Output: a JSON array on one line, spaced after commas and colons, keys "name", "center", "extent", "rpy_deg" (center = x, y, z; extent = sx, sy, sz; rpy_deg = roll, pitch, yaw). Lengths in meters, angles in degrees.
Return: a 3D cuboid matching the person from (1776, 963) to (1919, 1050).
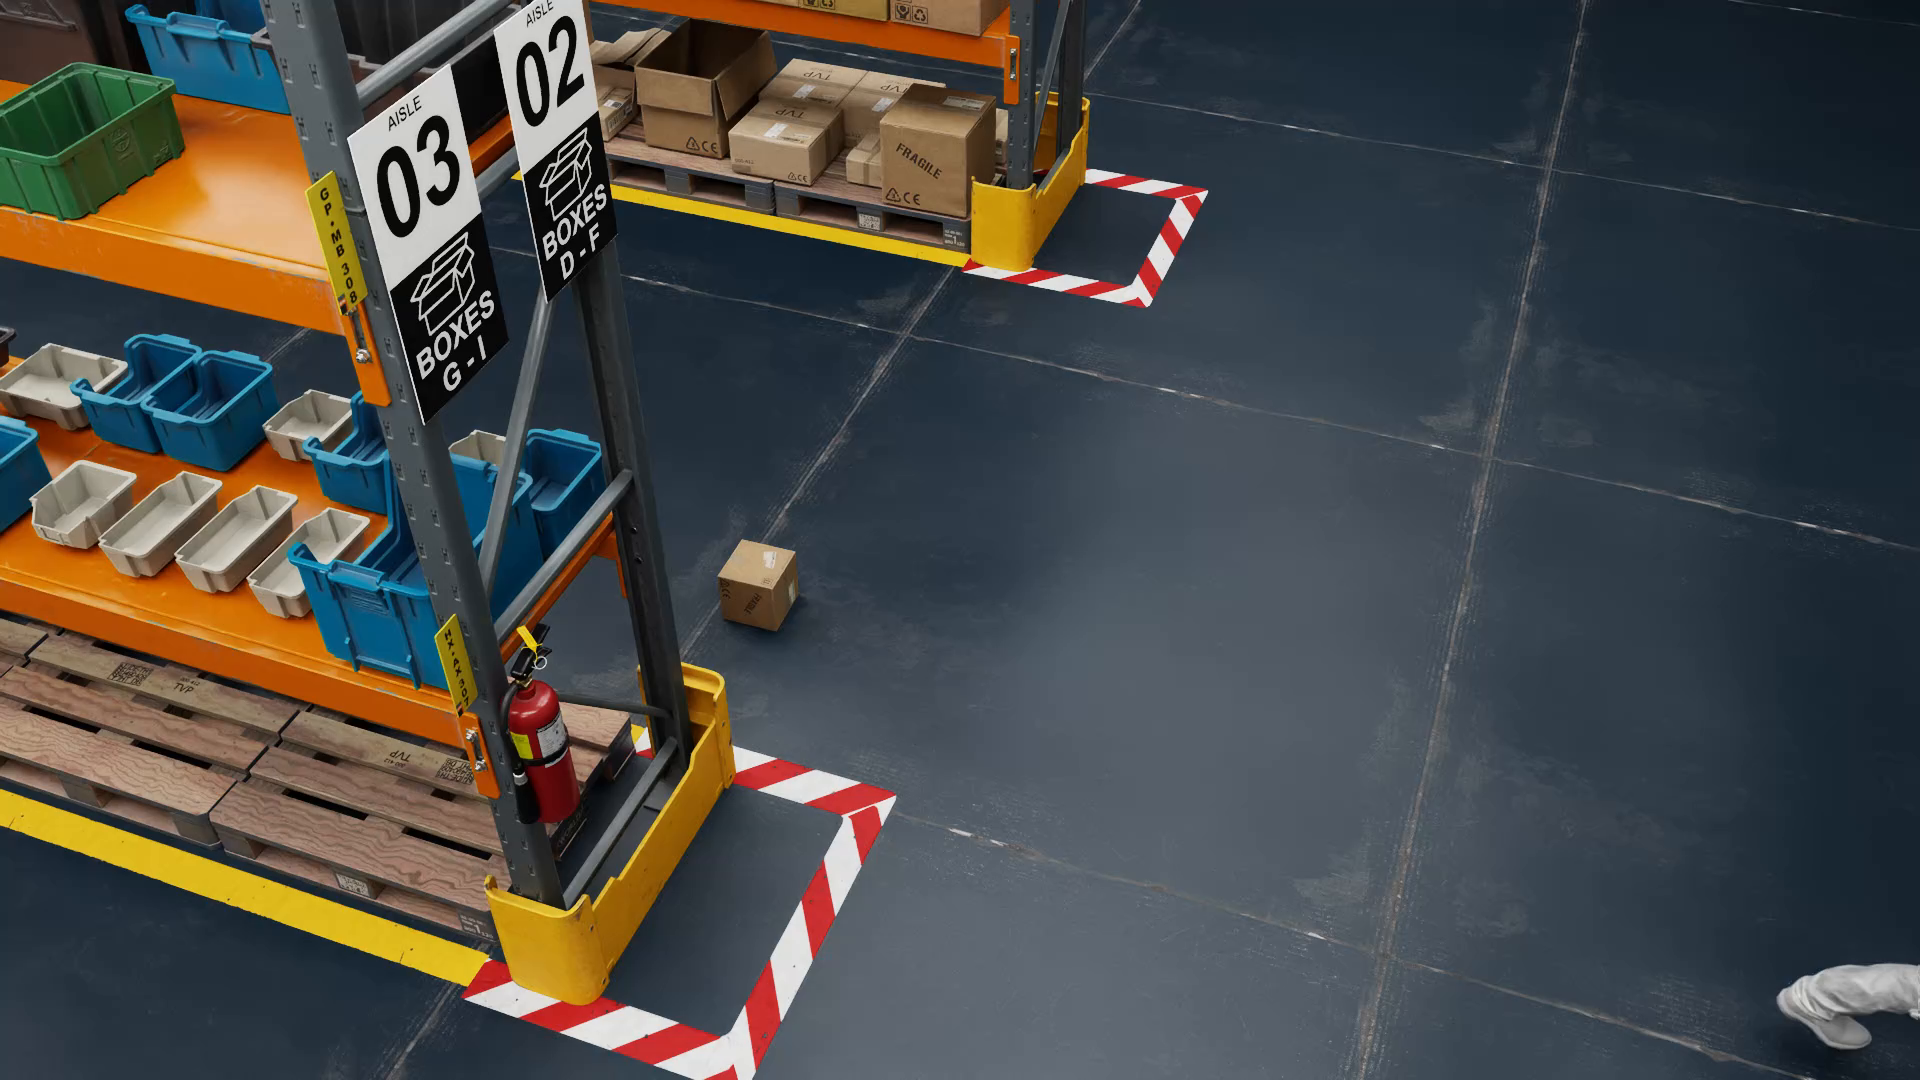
[{"name": "person", "center": [3.035, 1.191, 4.779], "extent": [0.910, 1.756, 0.552], "rpy_deg": [21, 45, 22]}]
